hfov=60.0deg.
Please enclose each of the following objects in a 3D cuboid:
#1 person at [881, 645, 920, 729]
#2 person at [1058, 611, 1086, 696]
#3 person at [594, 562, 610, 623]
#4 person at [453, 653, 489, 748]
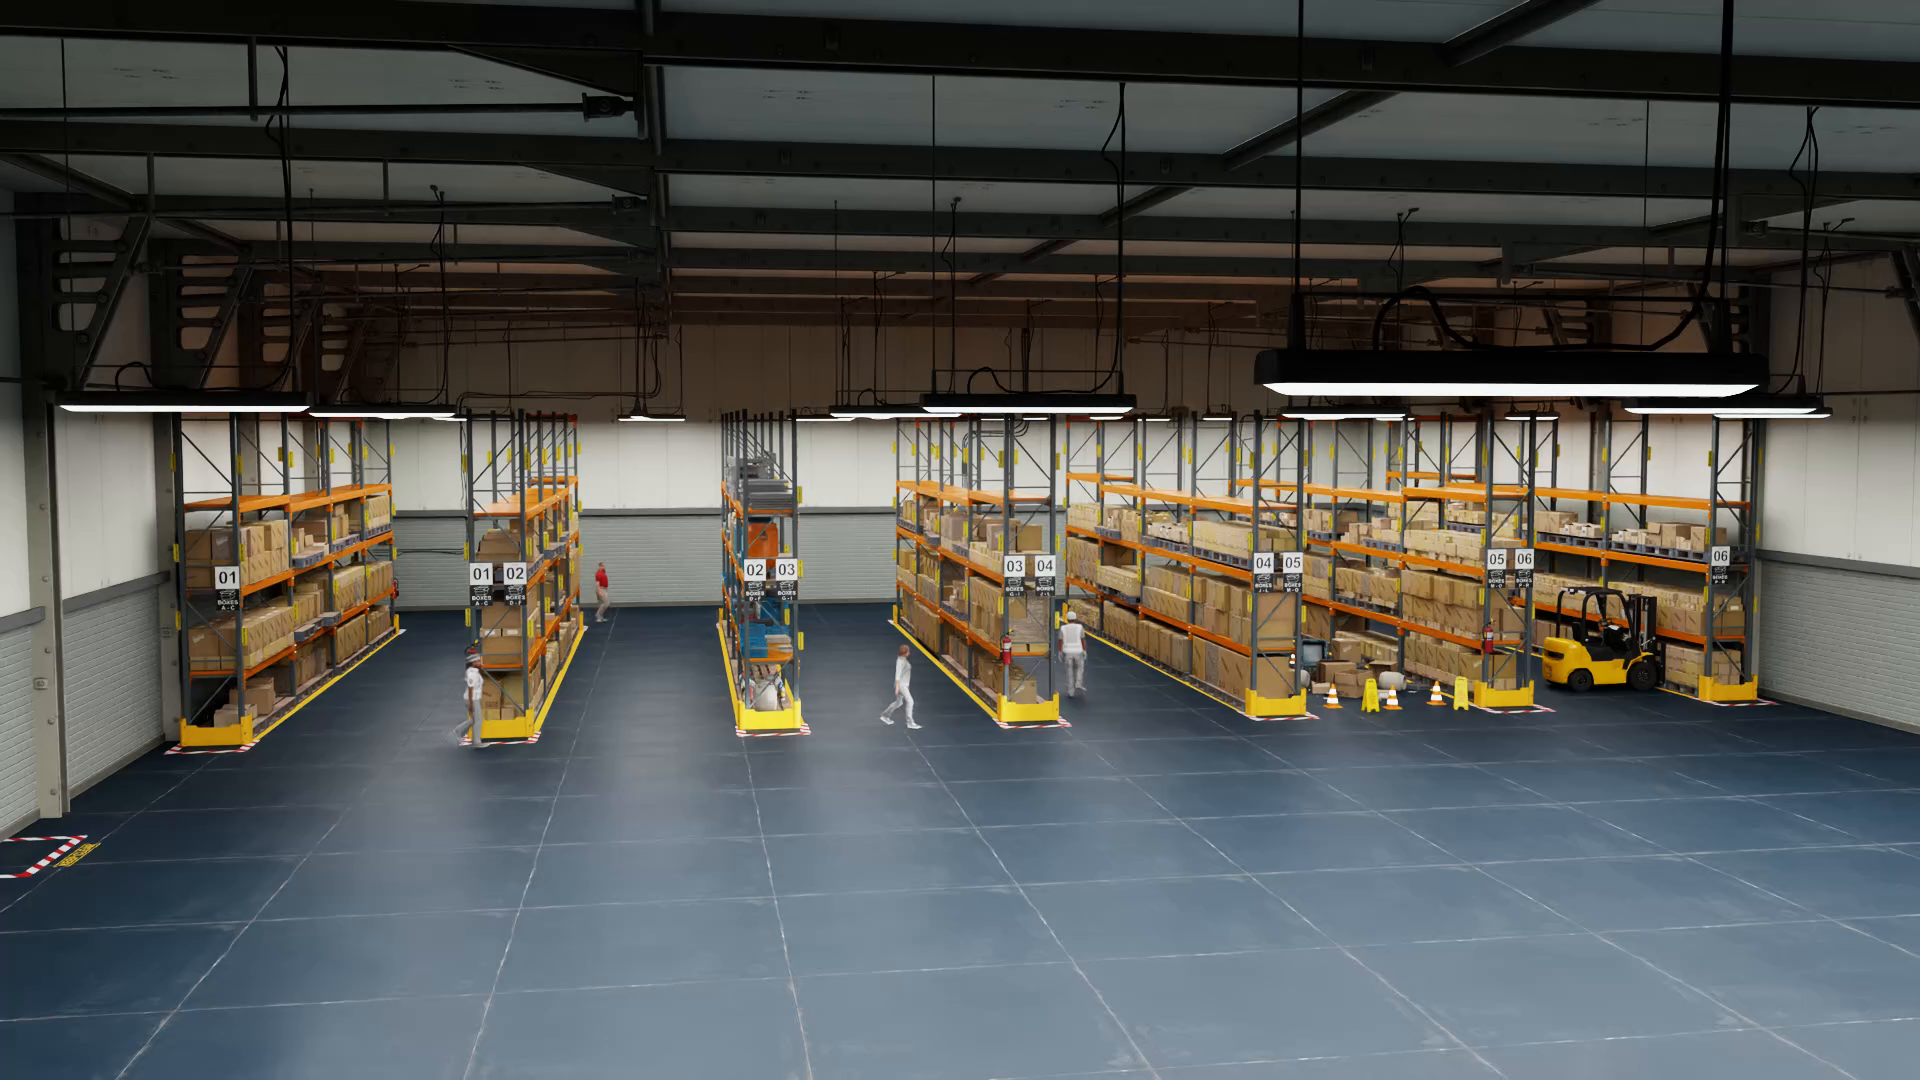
[{"bbox_3d":[-1.124,2.752,31.391,0.791,1.560,0.429,0,4,4],"label":"person"},{"bbox_3d":[2.365,2.386,35.032,0.596,1.776,0.484,0,4,2],"label":"person"},{"bbox_3d":[-10.329,1.512,47.986,0.440,1.746,0.568,-1,4,-9],"label":"person"},{"bbox_3d":[-8.646,2.824,29.351,0.646,1.669,0.438,0,4,-5],"label":"person"}]
